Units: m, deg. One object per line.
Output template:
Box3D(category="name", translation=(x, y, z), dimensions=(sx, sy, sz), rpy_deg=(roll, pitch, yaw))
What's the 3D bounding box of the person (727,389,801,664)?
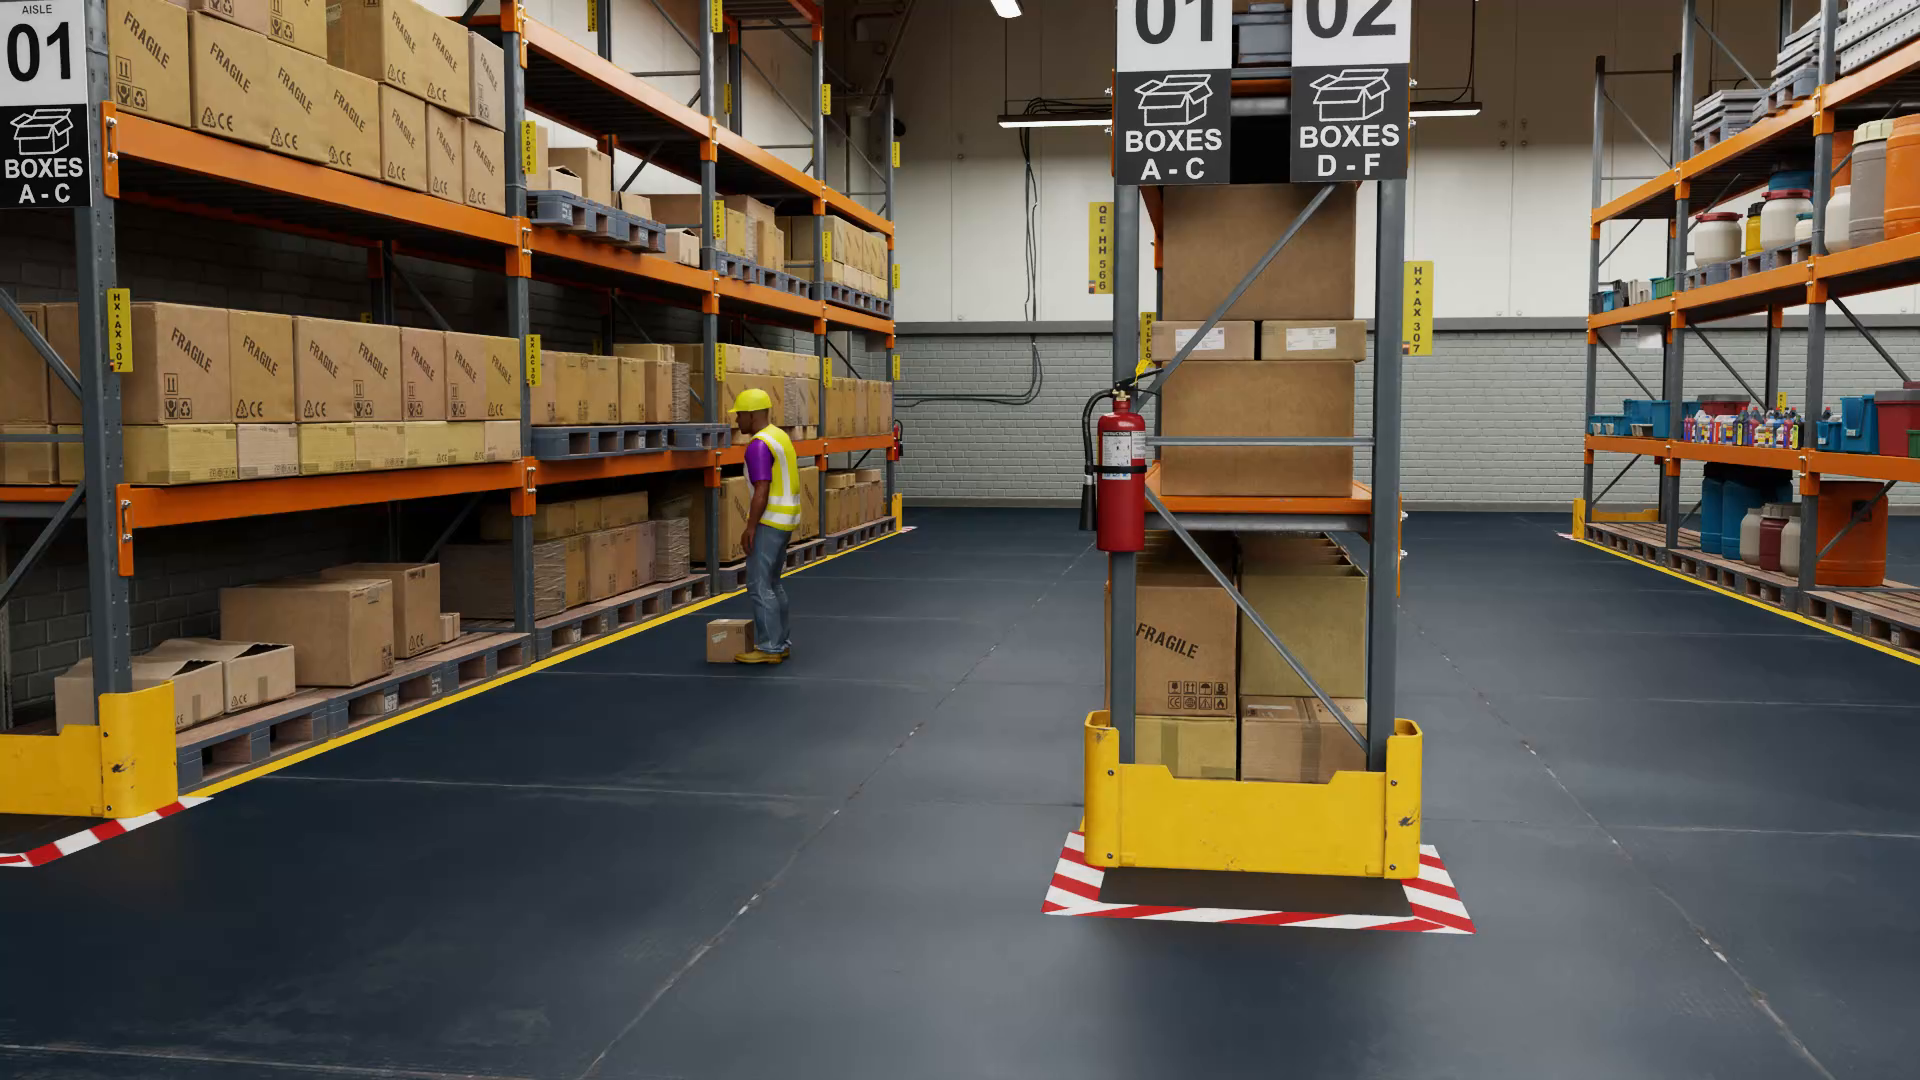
Box3D(category="person", translation=(-1.264, -0.094, 10.744), dimensions=(0.458, 1.761, 0.628), rpy_deg=(1, 4, 9))
